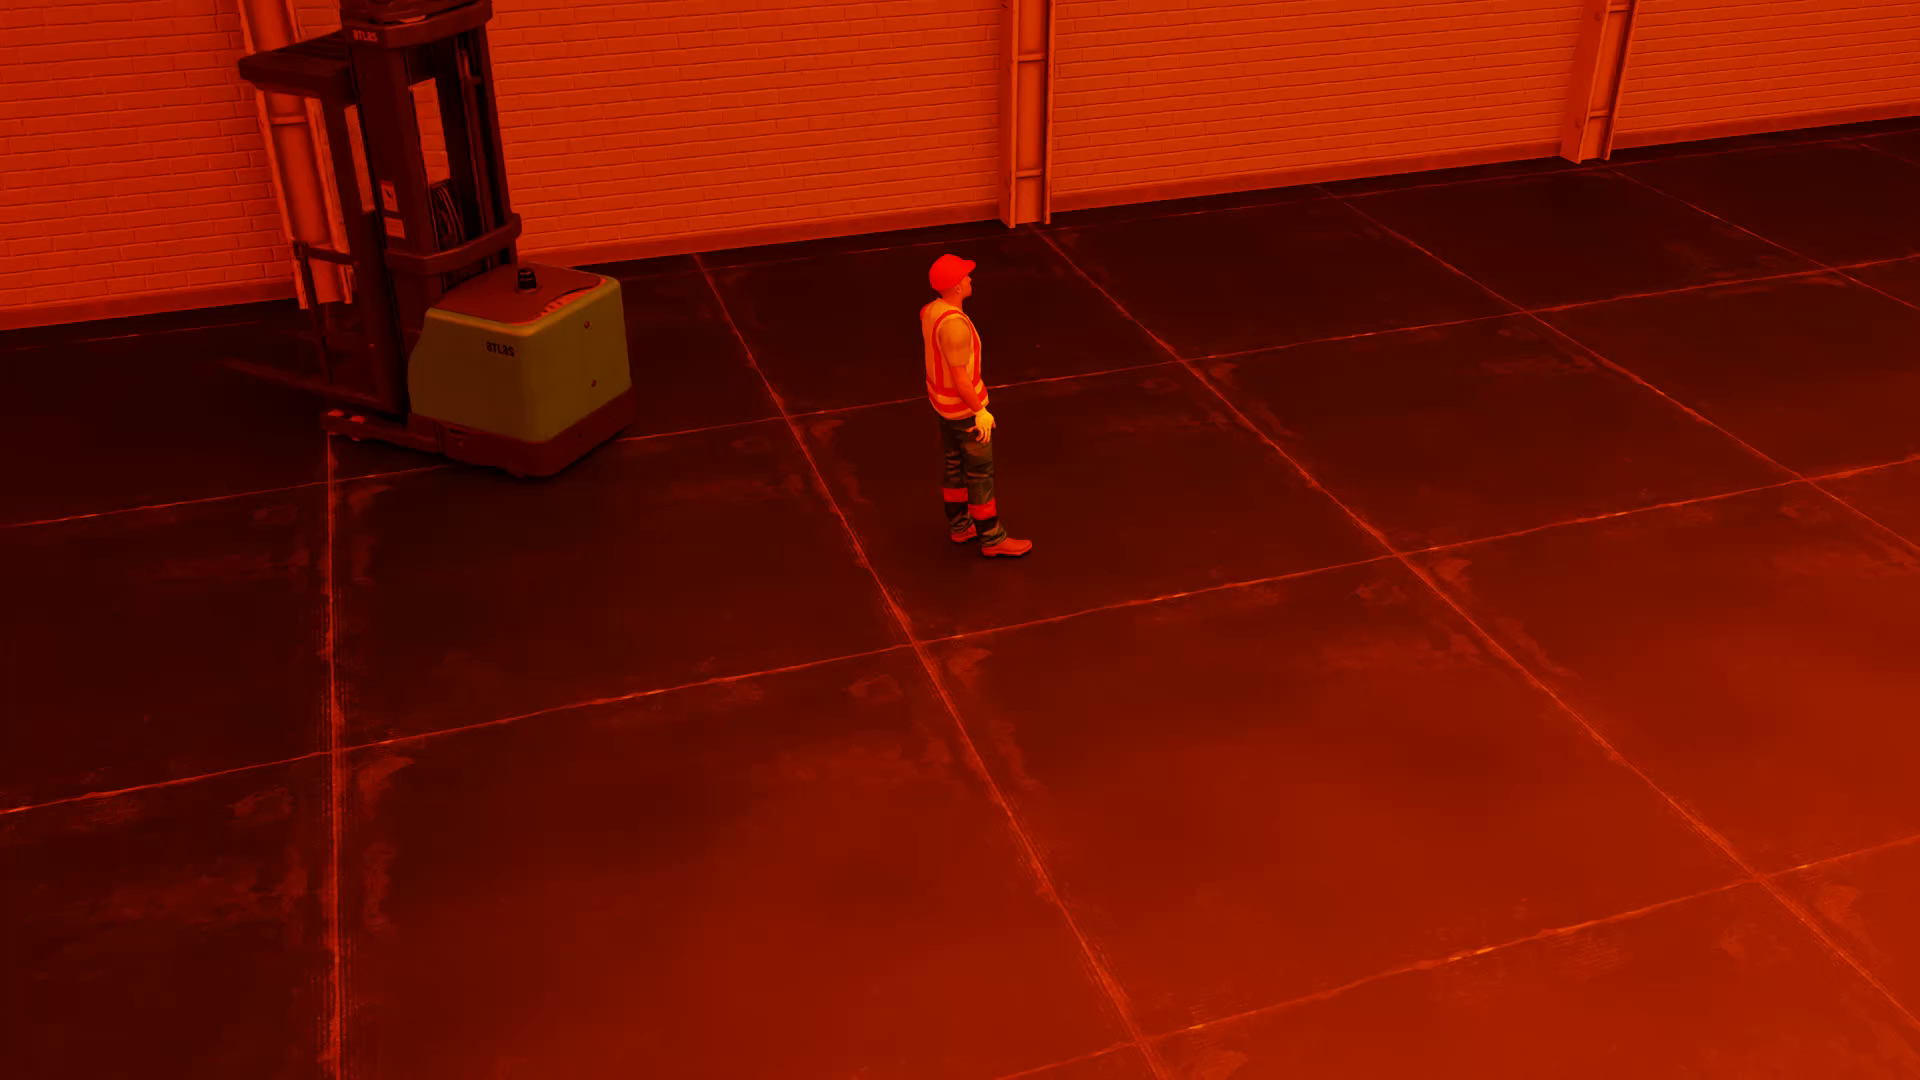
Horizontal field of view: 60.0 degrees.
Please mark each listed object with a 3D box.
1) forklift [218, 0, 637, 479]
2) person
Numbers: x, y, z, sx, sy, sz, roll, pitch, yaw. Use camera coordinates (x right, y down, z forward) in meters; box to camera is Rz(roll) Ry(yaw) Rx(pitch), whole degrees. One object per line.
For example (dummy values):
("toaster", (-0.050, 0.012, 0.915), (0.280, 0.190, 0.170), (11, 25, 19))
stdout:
("forklift", (-3.754, -2.158, 10.838), (3.031, 2.935, 1.130), (14, 33, 22))
("person", (0.081, -0.789, 9.588), (0.562, 1.790, 0.637), (-10, 31, -16))
